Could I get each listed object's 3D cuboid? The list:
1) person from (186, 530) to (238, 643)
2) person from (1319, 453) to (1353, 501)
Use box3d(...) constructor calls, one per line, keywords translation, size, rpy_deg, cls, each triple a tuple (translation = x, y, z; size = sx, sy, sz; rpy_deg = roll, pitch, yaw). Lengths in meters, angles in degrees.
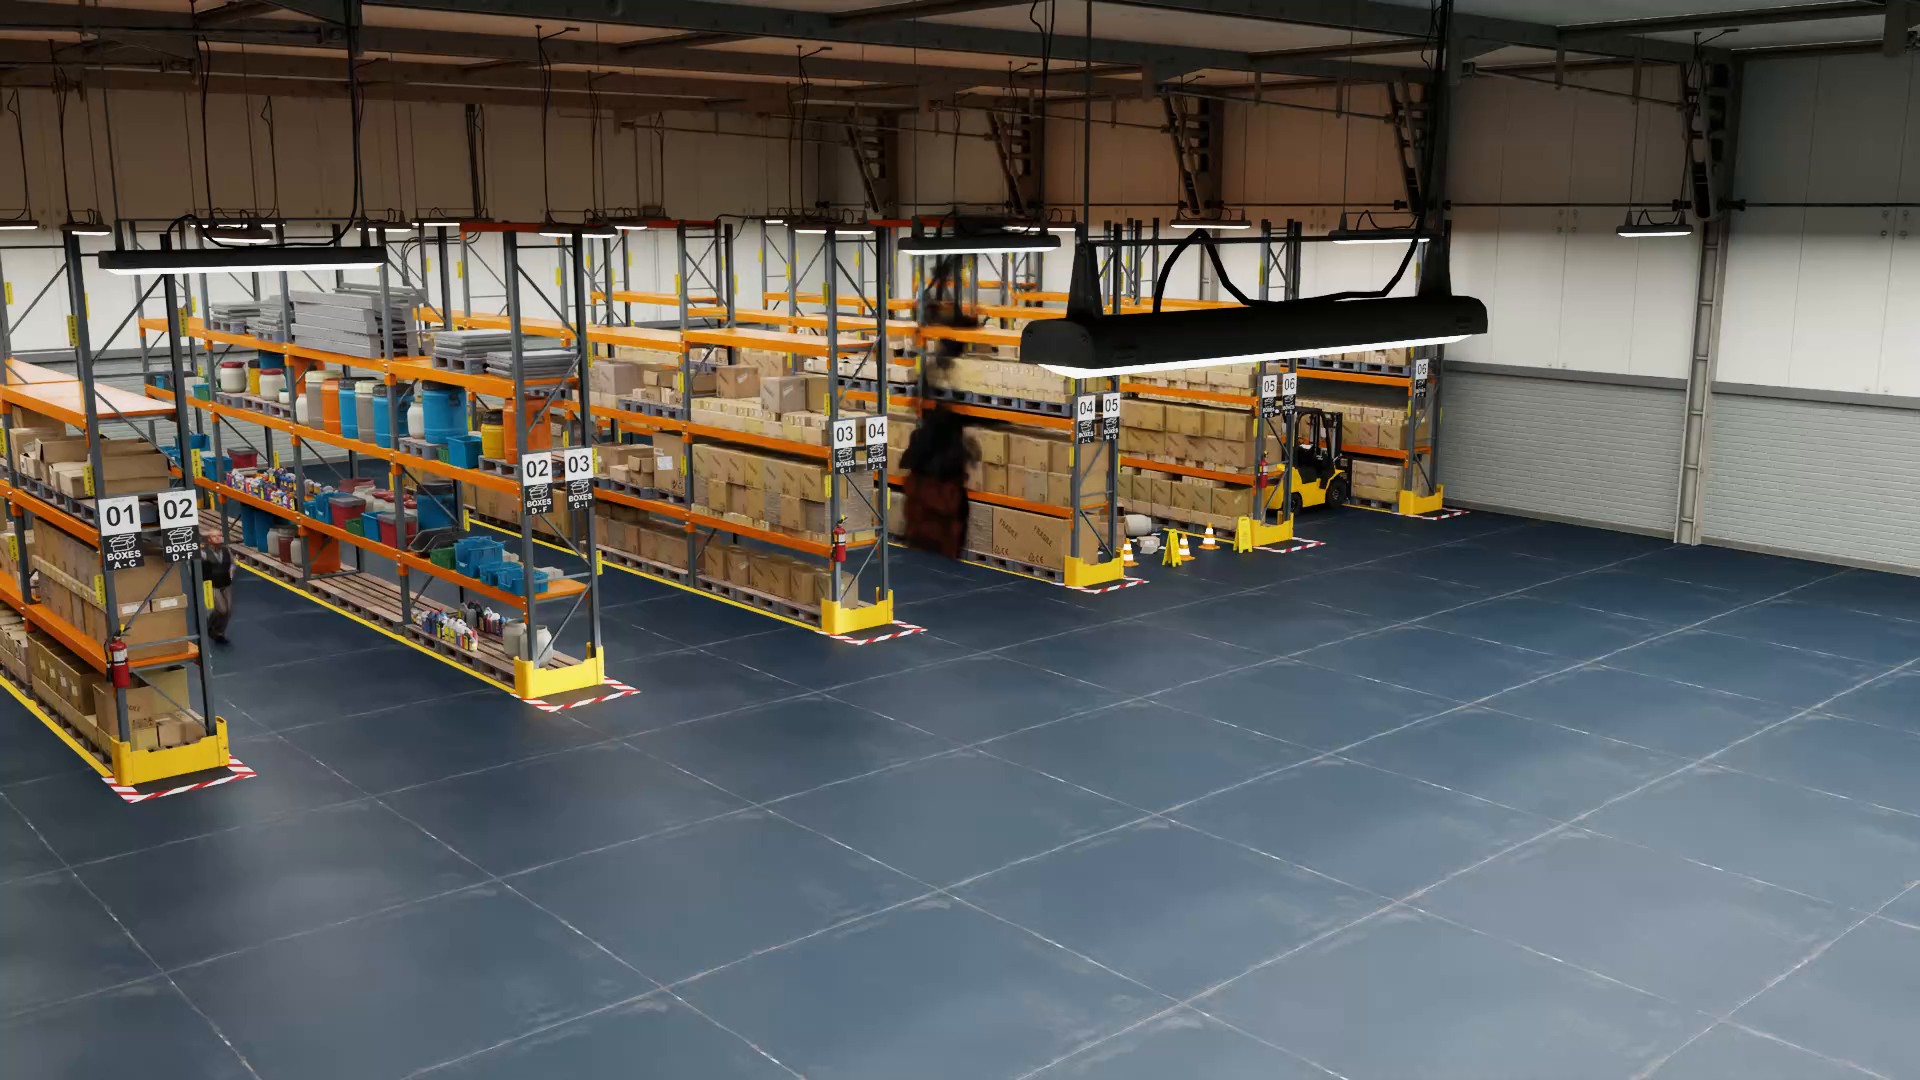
box3d(translation=(-10.793, 0.692, 24.211), size=(0.584, 1.688, 0.663), rpy_deg=(8, 14, 34), cls="person")
box3d(translation=(2.996, -1.462, 33.705), size=(6.879, 2.039, 11.741), rpy_deg=(9, 14, 37), cls="person")
